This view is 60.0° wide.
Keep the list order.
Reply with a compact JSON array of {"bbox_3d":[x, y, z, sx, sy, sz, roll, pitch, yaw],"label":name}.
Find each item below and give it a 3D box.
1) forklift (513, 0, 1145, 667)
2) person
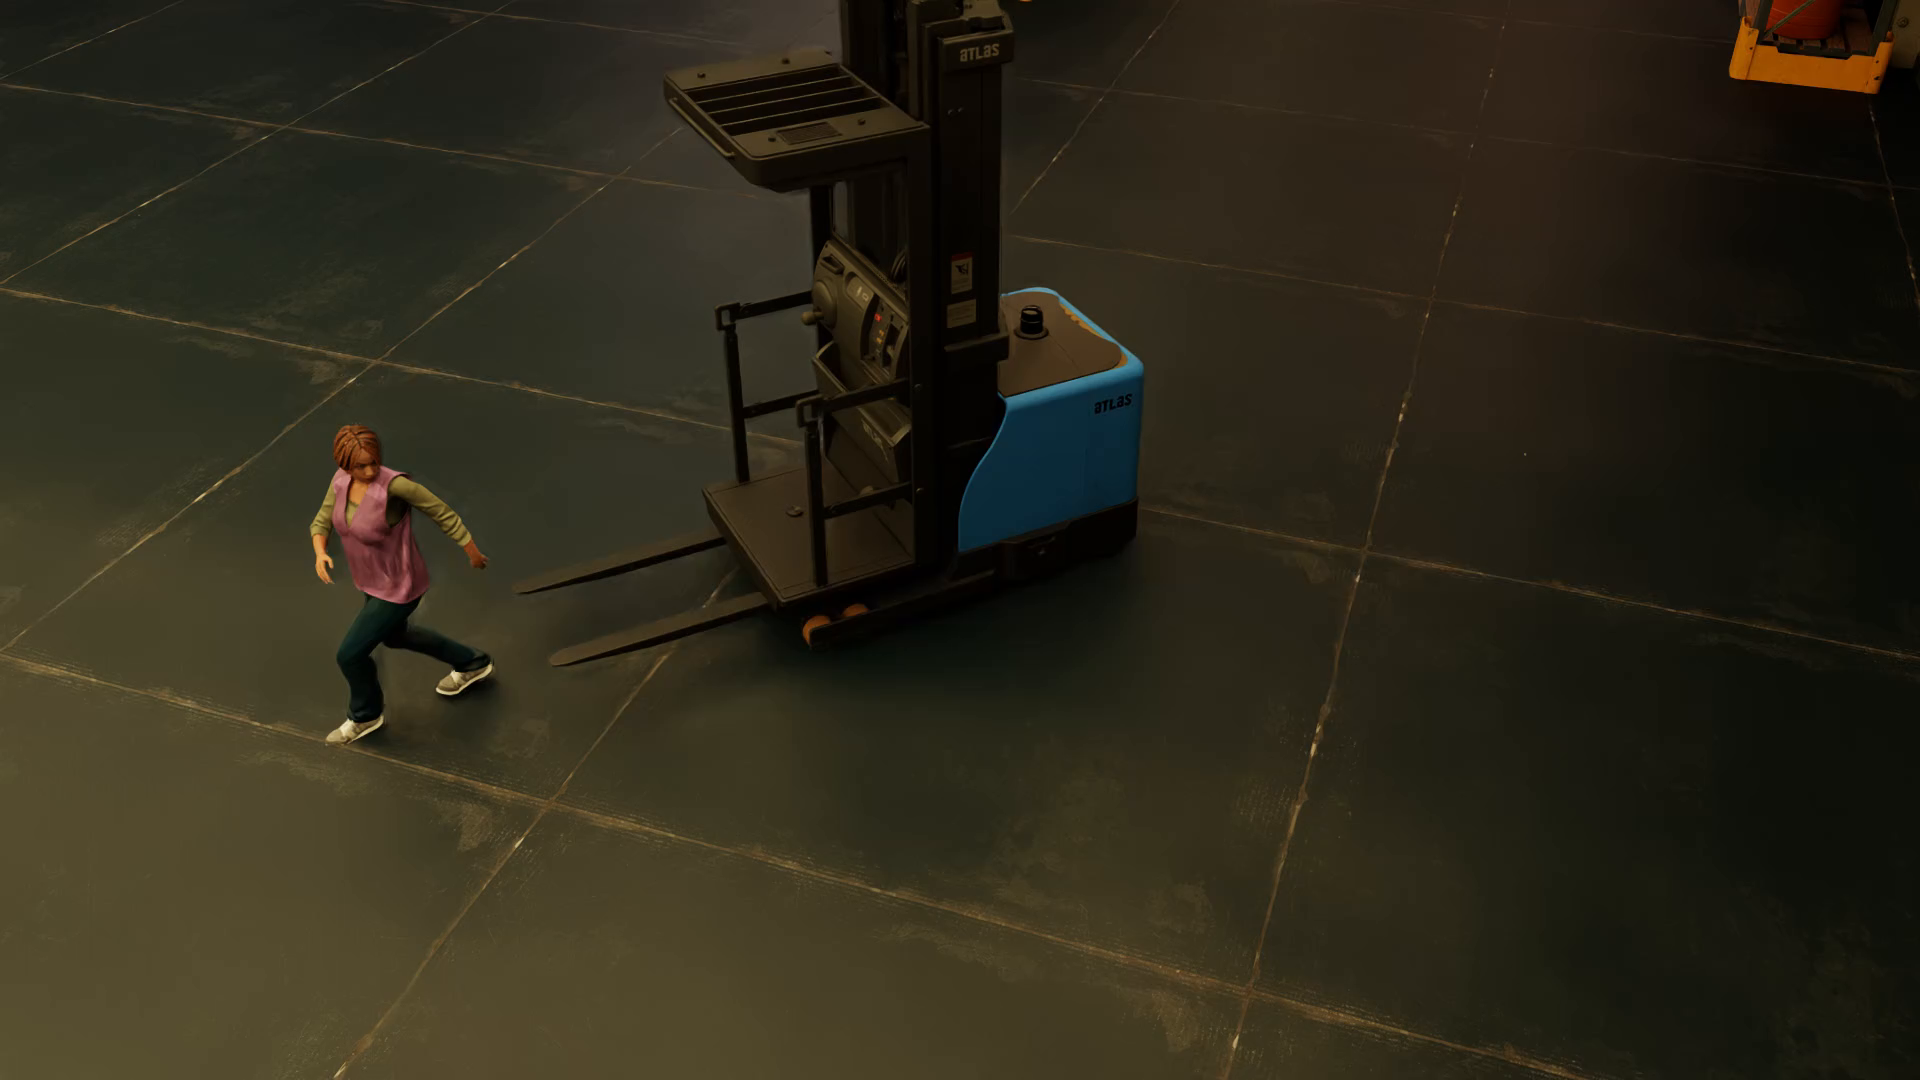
[{"bbox_3d":[-0.639,-1.021,7.551,3.031,2.935,1.130,-17,39,-22],"label":"forklift"},{"bbox_3d":[-2.455,0.177,7.115,0.826,1.527,0.428,-25,43,-31],"label":"person"}]
